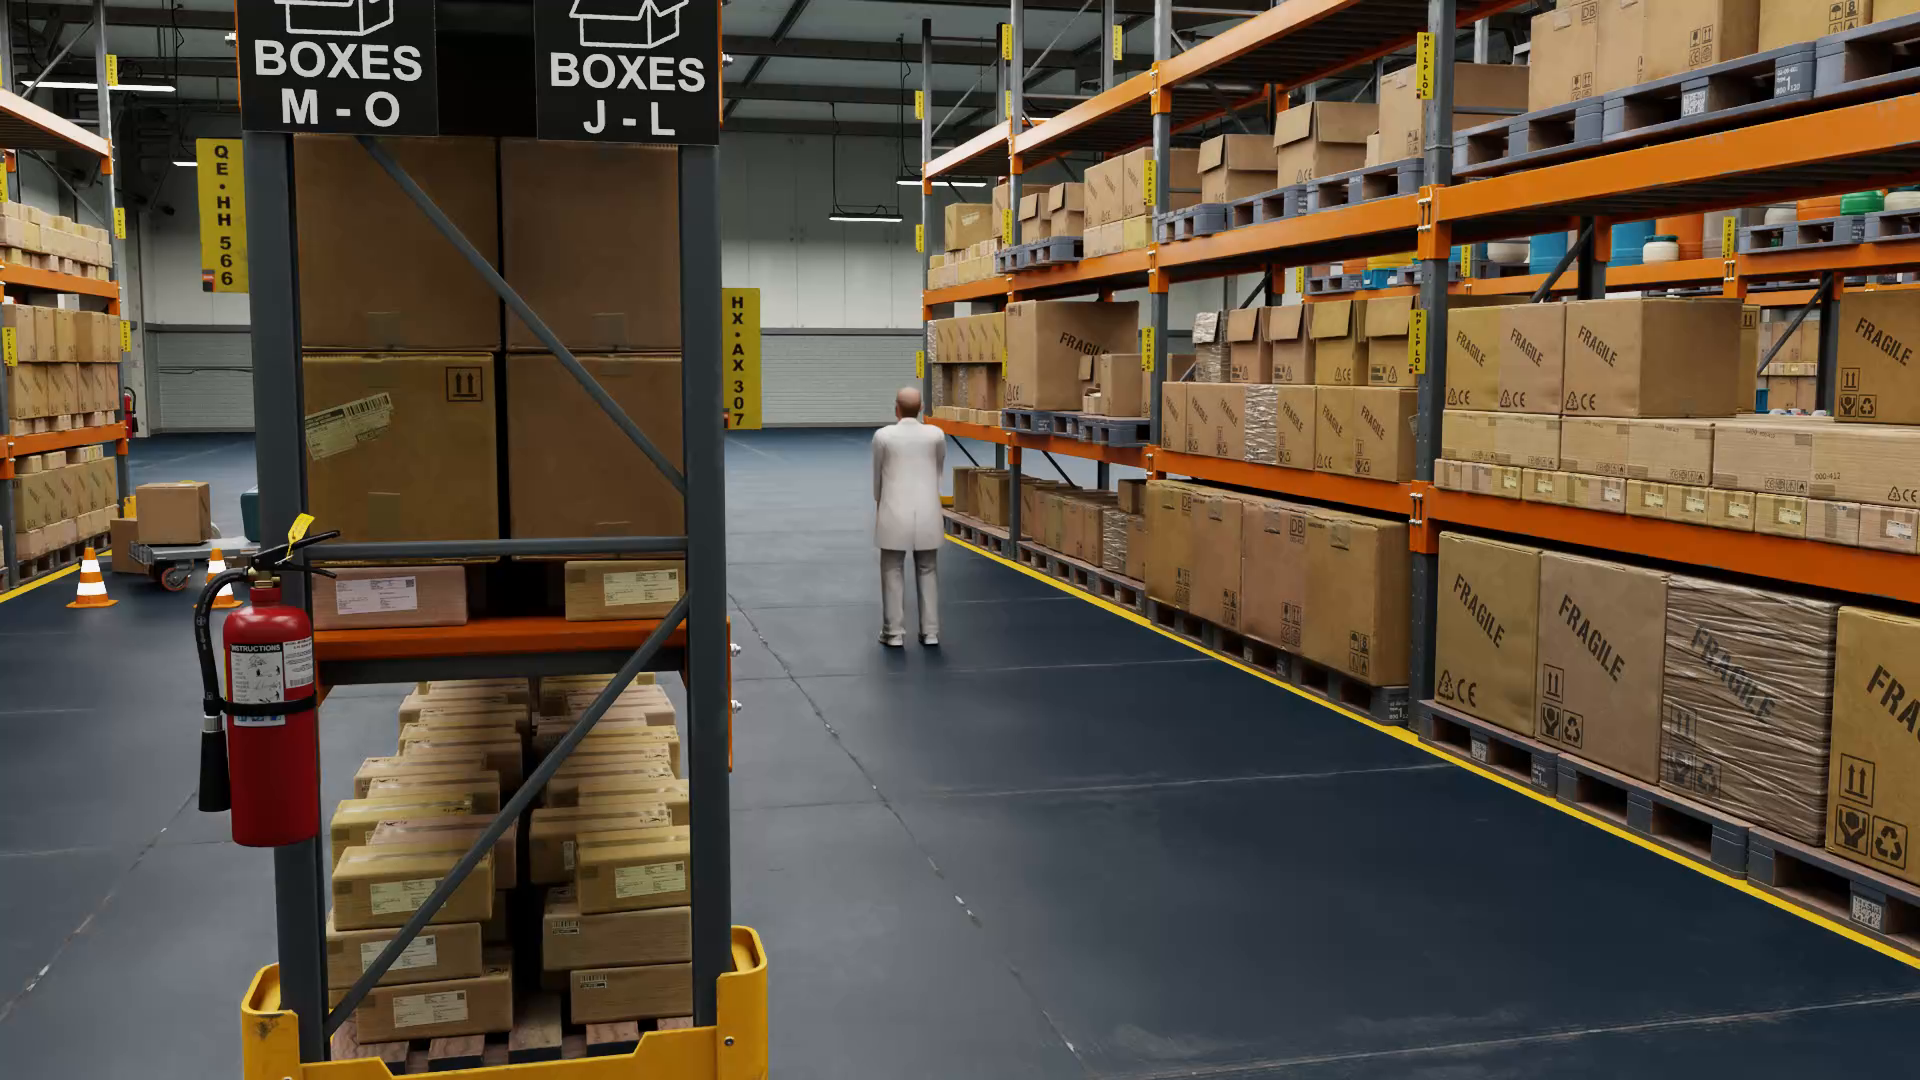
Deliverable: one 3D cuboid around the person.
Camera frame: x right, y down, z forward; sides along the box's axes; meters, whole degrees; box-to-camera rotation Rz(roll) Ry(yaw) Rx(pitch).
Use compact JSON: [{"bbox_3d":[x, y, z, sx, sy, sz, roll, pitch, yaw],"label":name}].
[{"bbox_3d":[-0.360,-0.167,11.455,0.589,1.778,0.424,-2,6,-15],"label":"person"}]
